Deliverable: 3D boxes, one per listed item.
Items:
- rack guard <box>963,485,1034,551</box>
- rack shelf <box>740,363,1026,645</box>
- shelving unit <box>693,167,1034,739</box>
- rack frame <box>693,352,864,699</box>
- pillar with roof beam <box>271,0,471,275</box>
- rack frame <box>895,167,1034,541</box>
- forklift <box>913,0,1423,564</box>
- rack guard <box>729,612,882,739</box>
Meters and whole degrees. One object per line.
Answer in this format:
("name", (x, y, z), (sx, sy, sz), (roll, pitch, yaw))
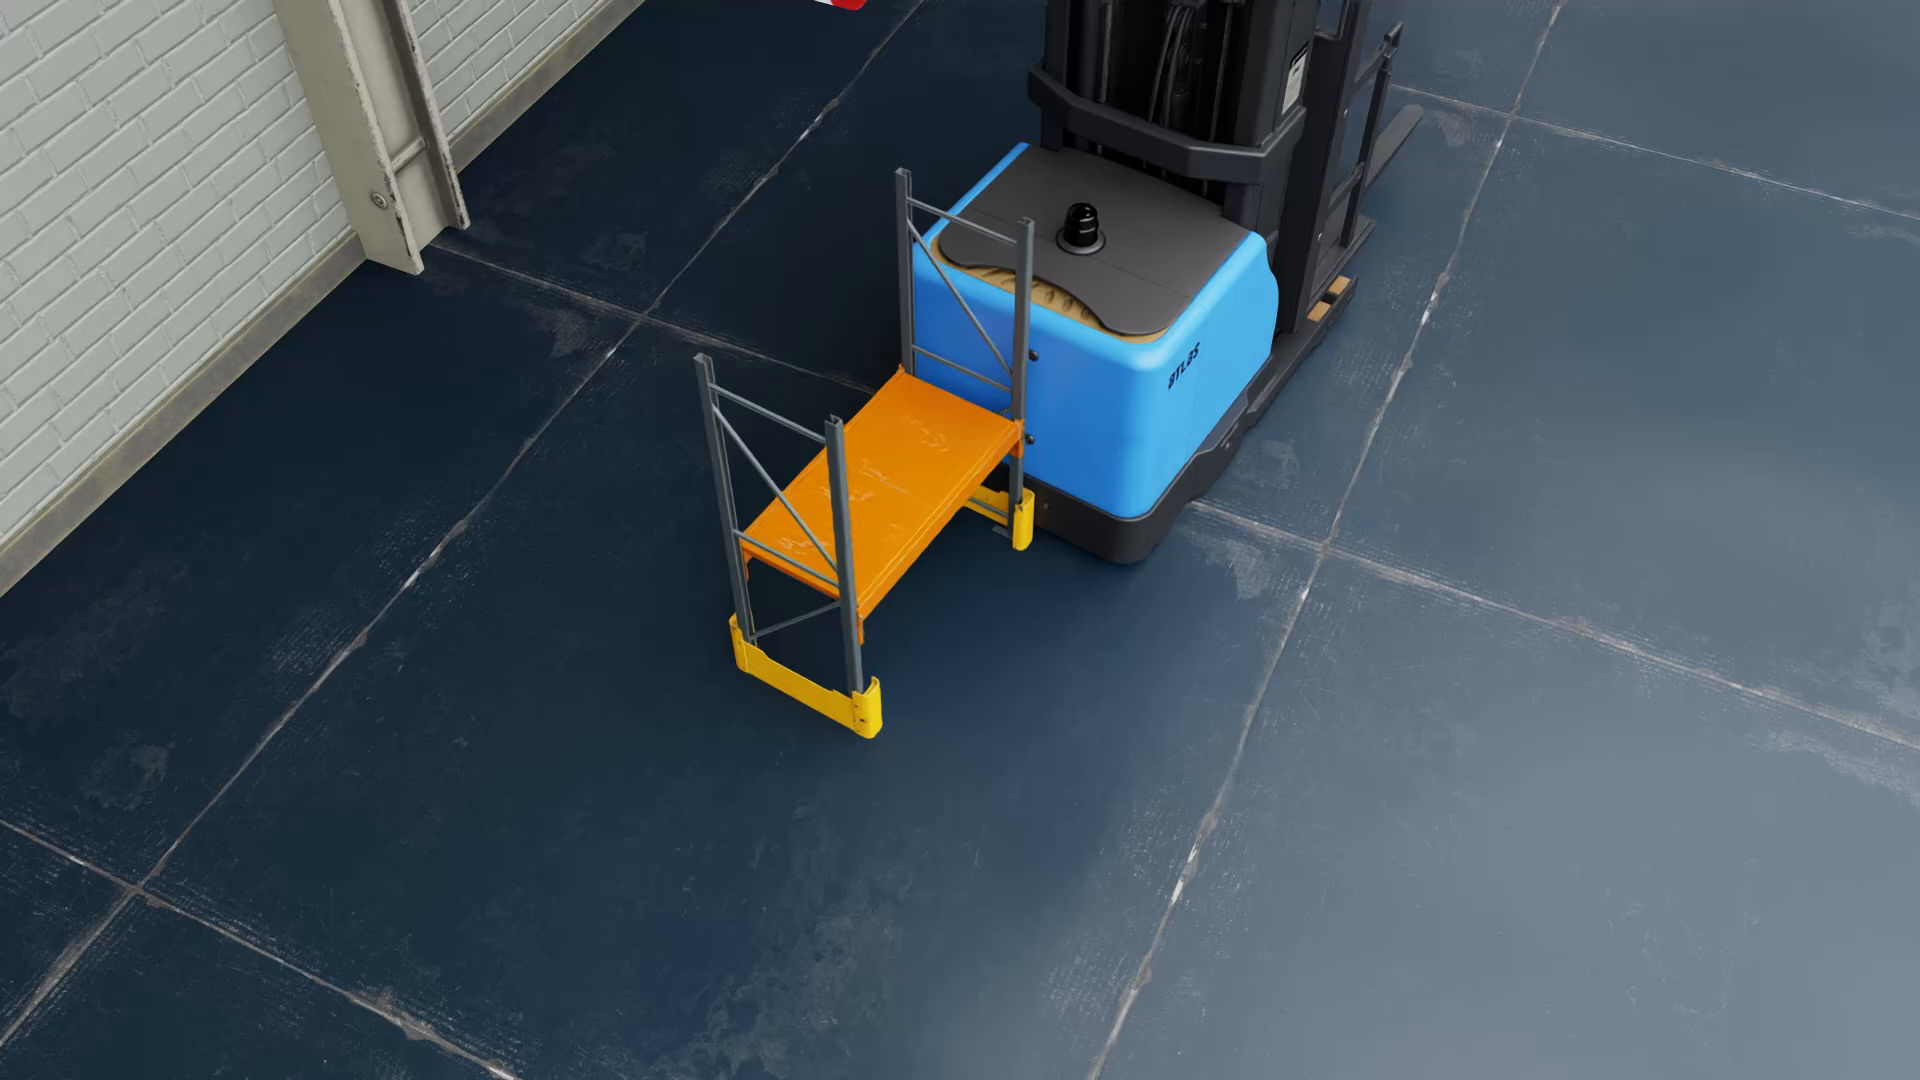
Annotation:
("rack guard", (0.010, -0.182, 6.241), (0.587, 0.250, 0.087), (26, 54, 21))
("rack shelf", (-0.264, -0.146, 5.625), (0.538, 0.185, 1.000), (26, 54, 21))
("shelving unit", (-0.259, -0.268, 5.493), (0.587, 1.500, 1.083), (26, 54, 21))
("rack frame", (-0.539, 0.064, 5.211), (0.500, 1.500, 0.032), (26, 54, 21))
("pillar with roof beam", (1.478, -2.852, 2.768), (9.100, 9.000, 0.400), (20, 52, 16))
("rack frame", (0.011, -0.588, 5.765), (0.500, 1.500, 0.032), (26, 54, 21))
("forklift", (1.023, -1.967, 6.000), (1.130, 2.935, 3.031), (27, 55, 21))
("rack guard", (-0.529, 0.456, 5.698), (0.587, 0.250, 0.087), (26, 54, 21))
